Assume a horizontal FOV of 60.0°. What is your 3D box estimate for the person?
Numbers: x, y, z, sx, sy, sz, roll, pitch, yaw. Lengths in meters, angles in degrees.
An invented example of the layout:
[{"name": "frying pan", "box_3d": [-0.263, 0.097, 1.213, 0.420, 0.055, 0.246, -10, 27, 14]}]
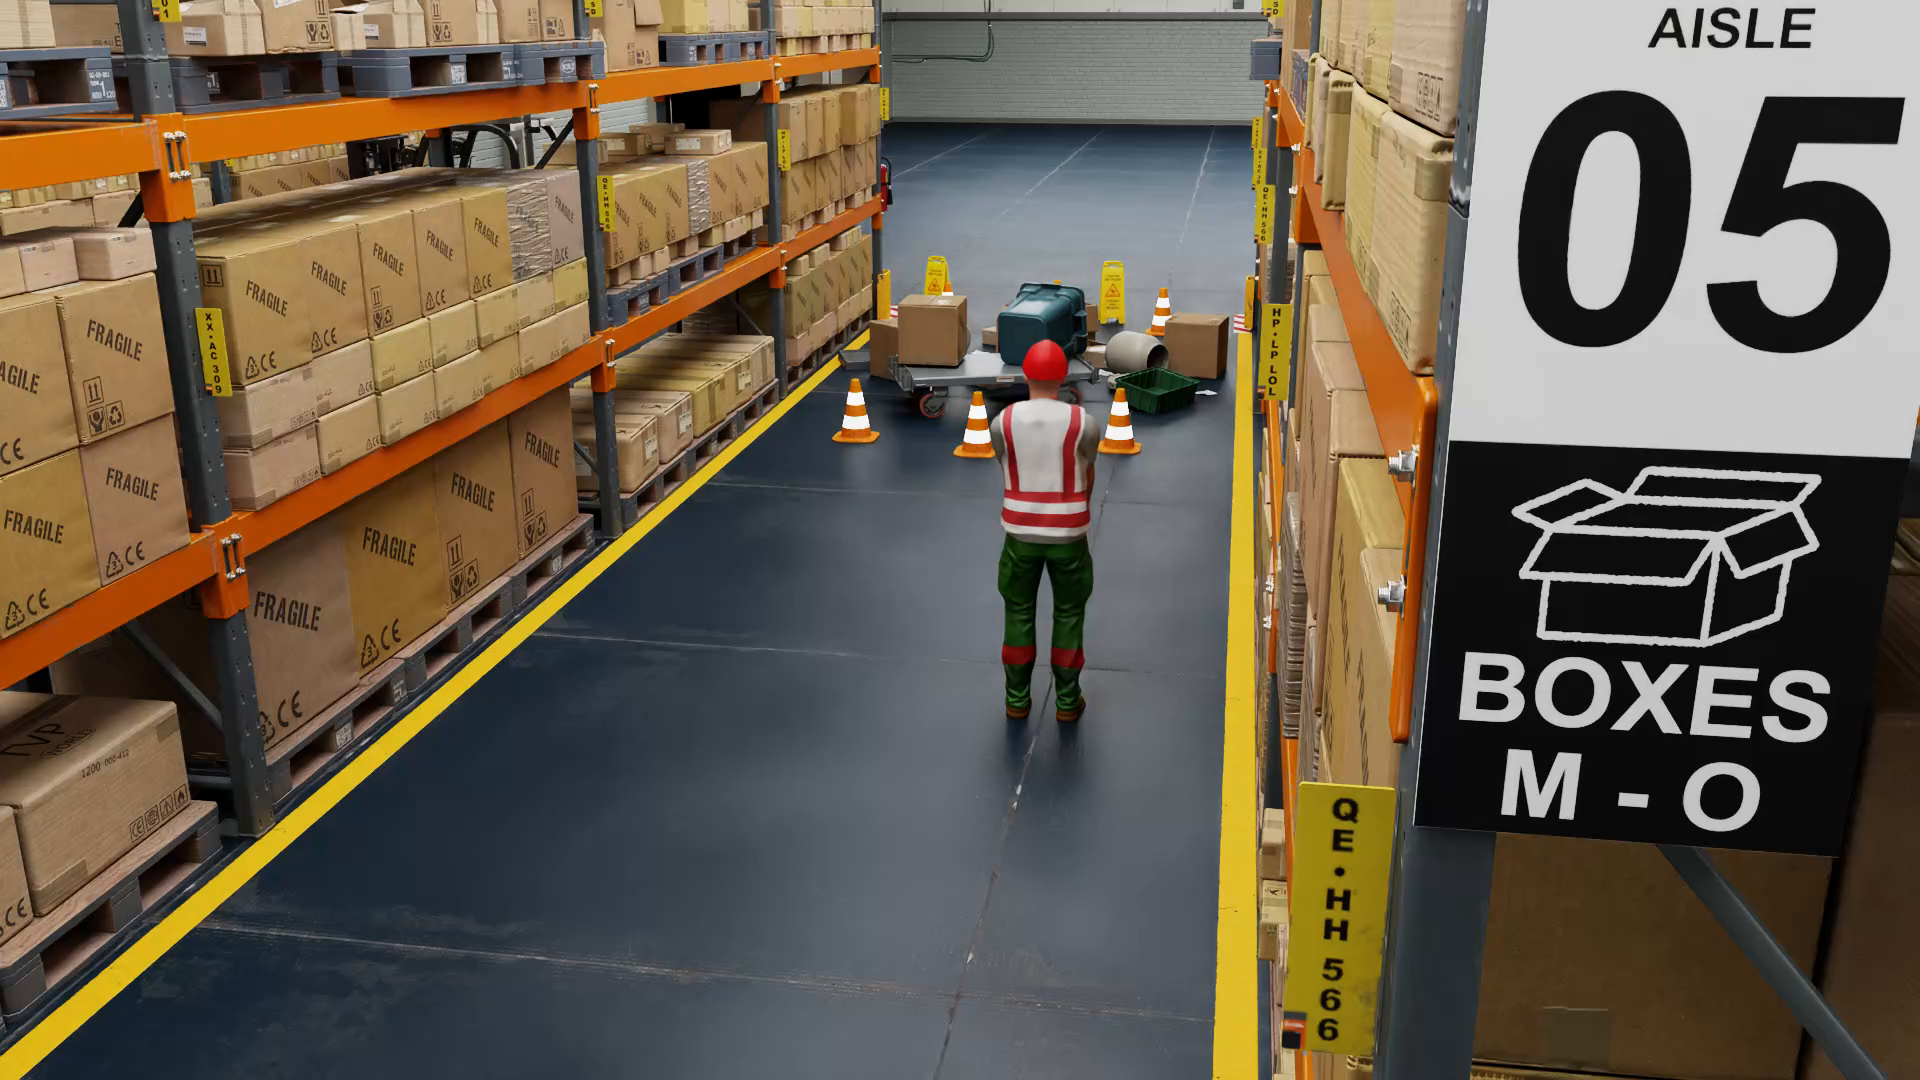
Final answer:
[{"name": "person", "box_3d": [0.398, -0.065, 7.716, 0.495, 1.786, 0.564, 3, 18, 9]}]
